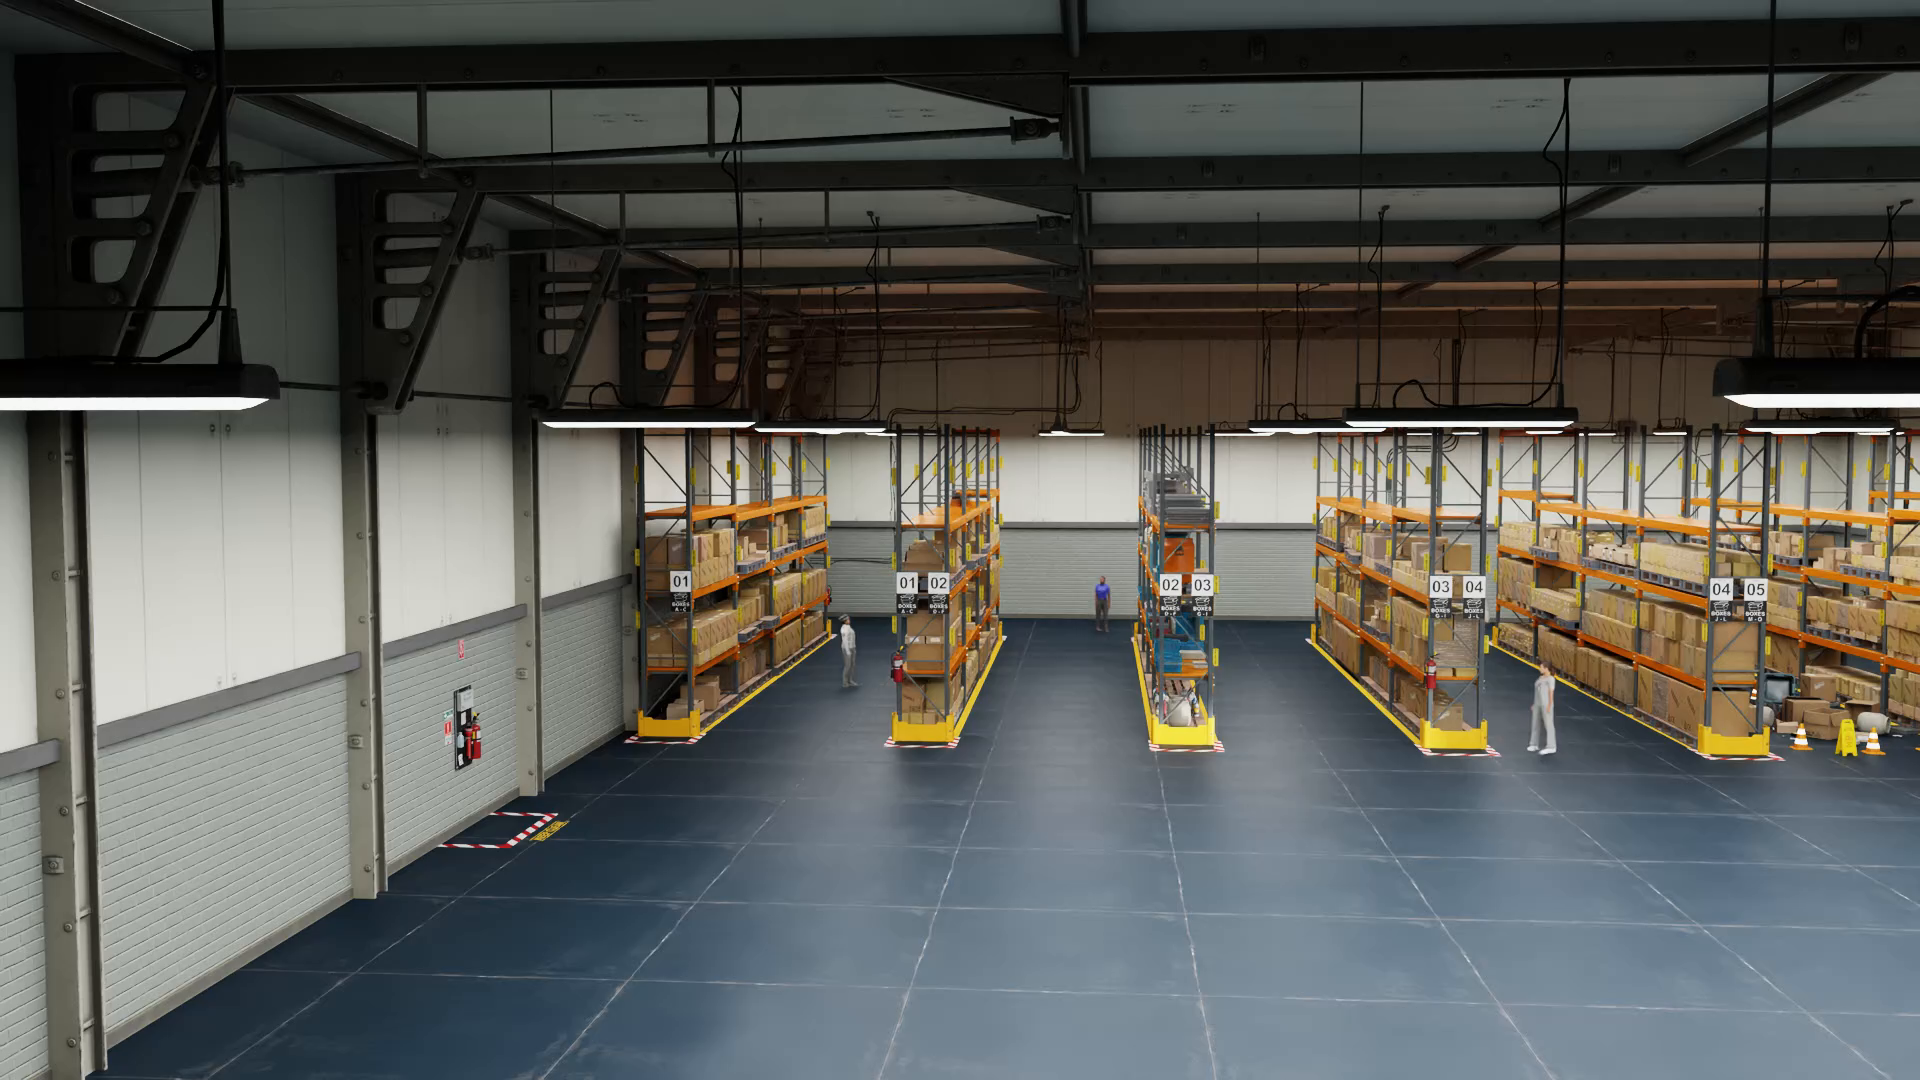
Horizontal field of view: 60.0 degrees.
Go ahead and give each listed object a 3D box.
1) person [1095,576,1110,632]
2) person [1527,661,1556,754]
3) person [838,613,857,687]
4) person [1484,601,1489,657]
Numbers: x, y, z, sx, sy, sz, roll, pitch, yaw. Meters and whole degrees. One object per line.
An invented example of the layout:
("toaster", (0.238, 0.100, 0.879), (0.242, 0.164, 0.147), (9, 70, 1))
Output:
("person", (4.231, 1.904, 49.412), (0.462, 1.669, 0.491), (-1, 4, -15))
("person", (10.624, 3.033, 30.380), (0.449, 1.673, 0.509), (-2, 4, -28))
("person", (-2.601, 2.575, 38.617), (0.435, 1.763, 0.568), (1, 4, 22))
("person", (13.602, 2.167, 43.829), (0.669, 1.745, 1.019), (0, 4, 7))
